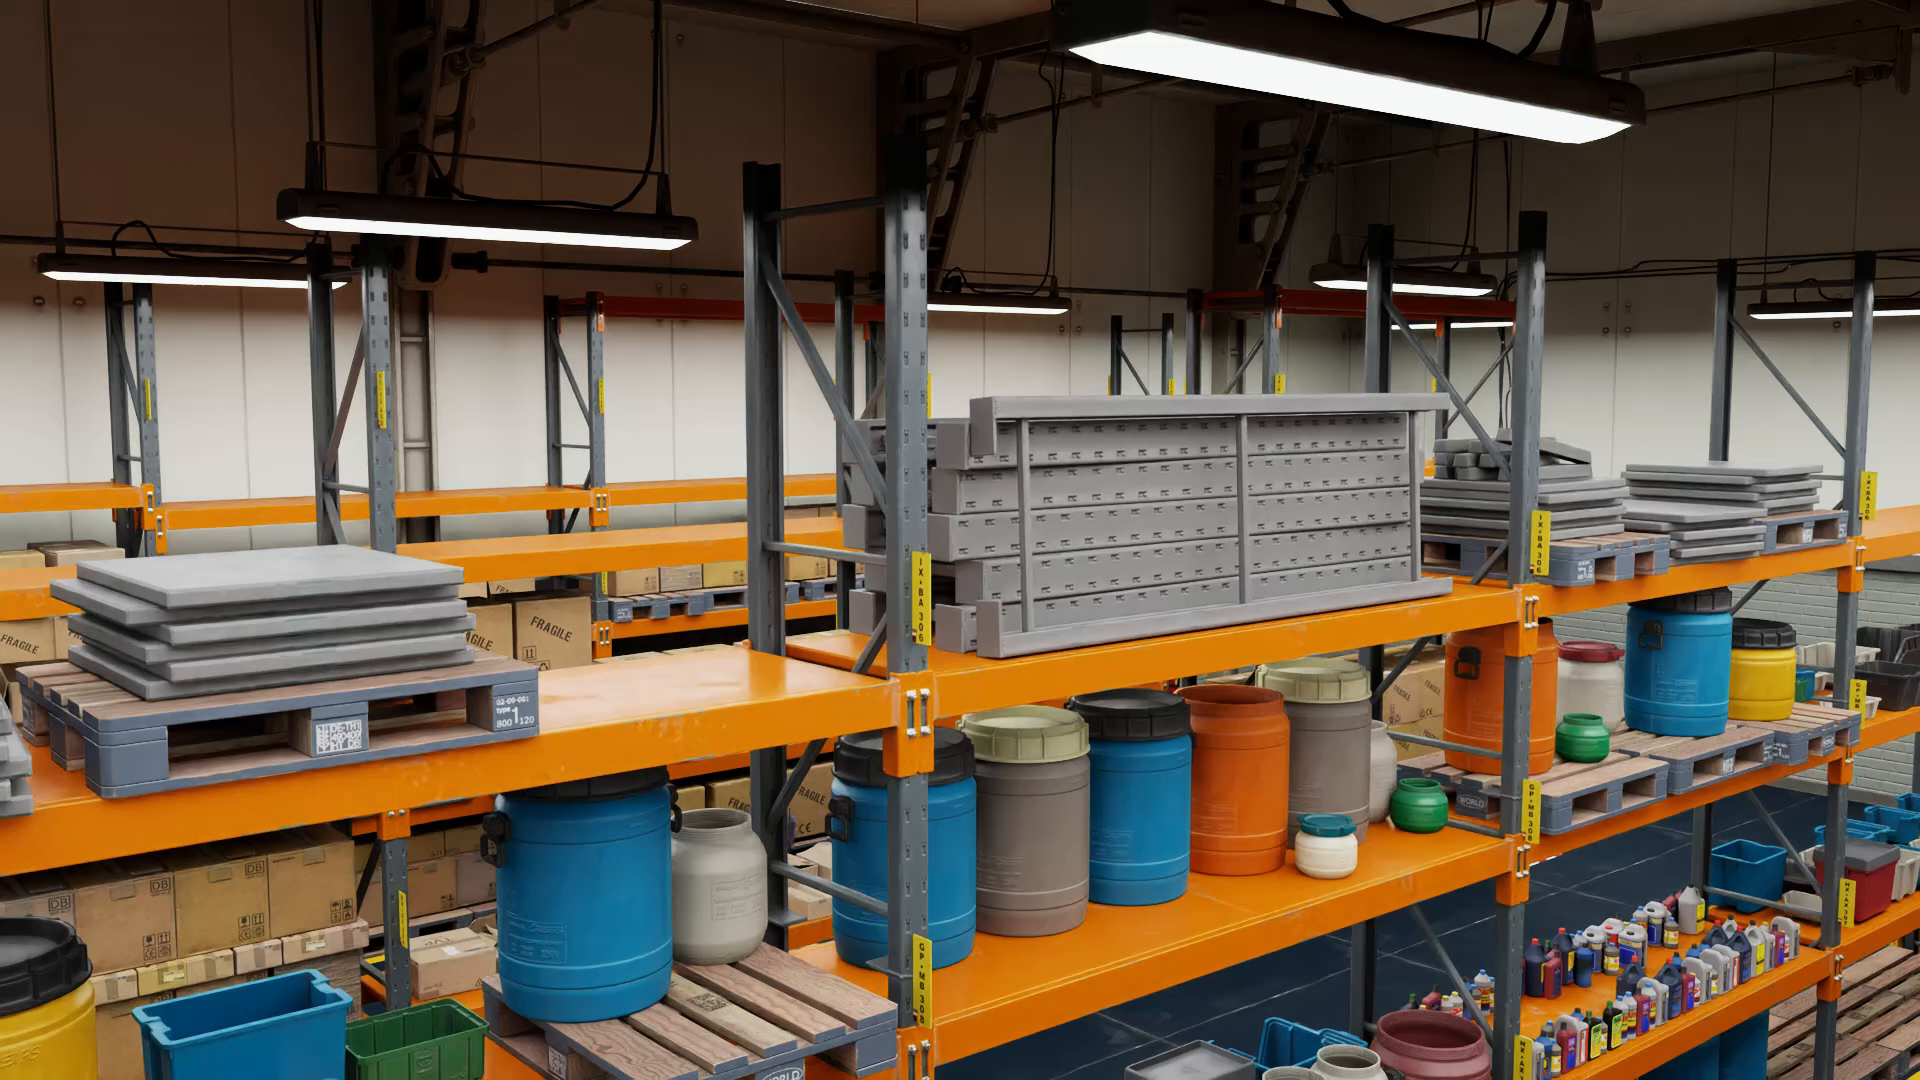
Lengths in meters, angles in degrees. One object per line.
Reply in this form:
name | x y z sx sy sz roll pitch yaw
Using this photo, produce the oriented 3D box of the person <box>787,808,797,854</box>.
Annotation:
person | -1.681 2.898 15.040 0.451 1.635 0.530 -3 6 -28
